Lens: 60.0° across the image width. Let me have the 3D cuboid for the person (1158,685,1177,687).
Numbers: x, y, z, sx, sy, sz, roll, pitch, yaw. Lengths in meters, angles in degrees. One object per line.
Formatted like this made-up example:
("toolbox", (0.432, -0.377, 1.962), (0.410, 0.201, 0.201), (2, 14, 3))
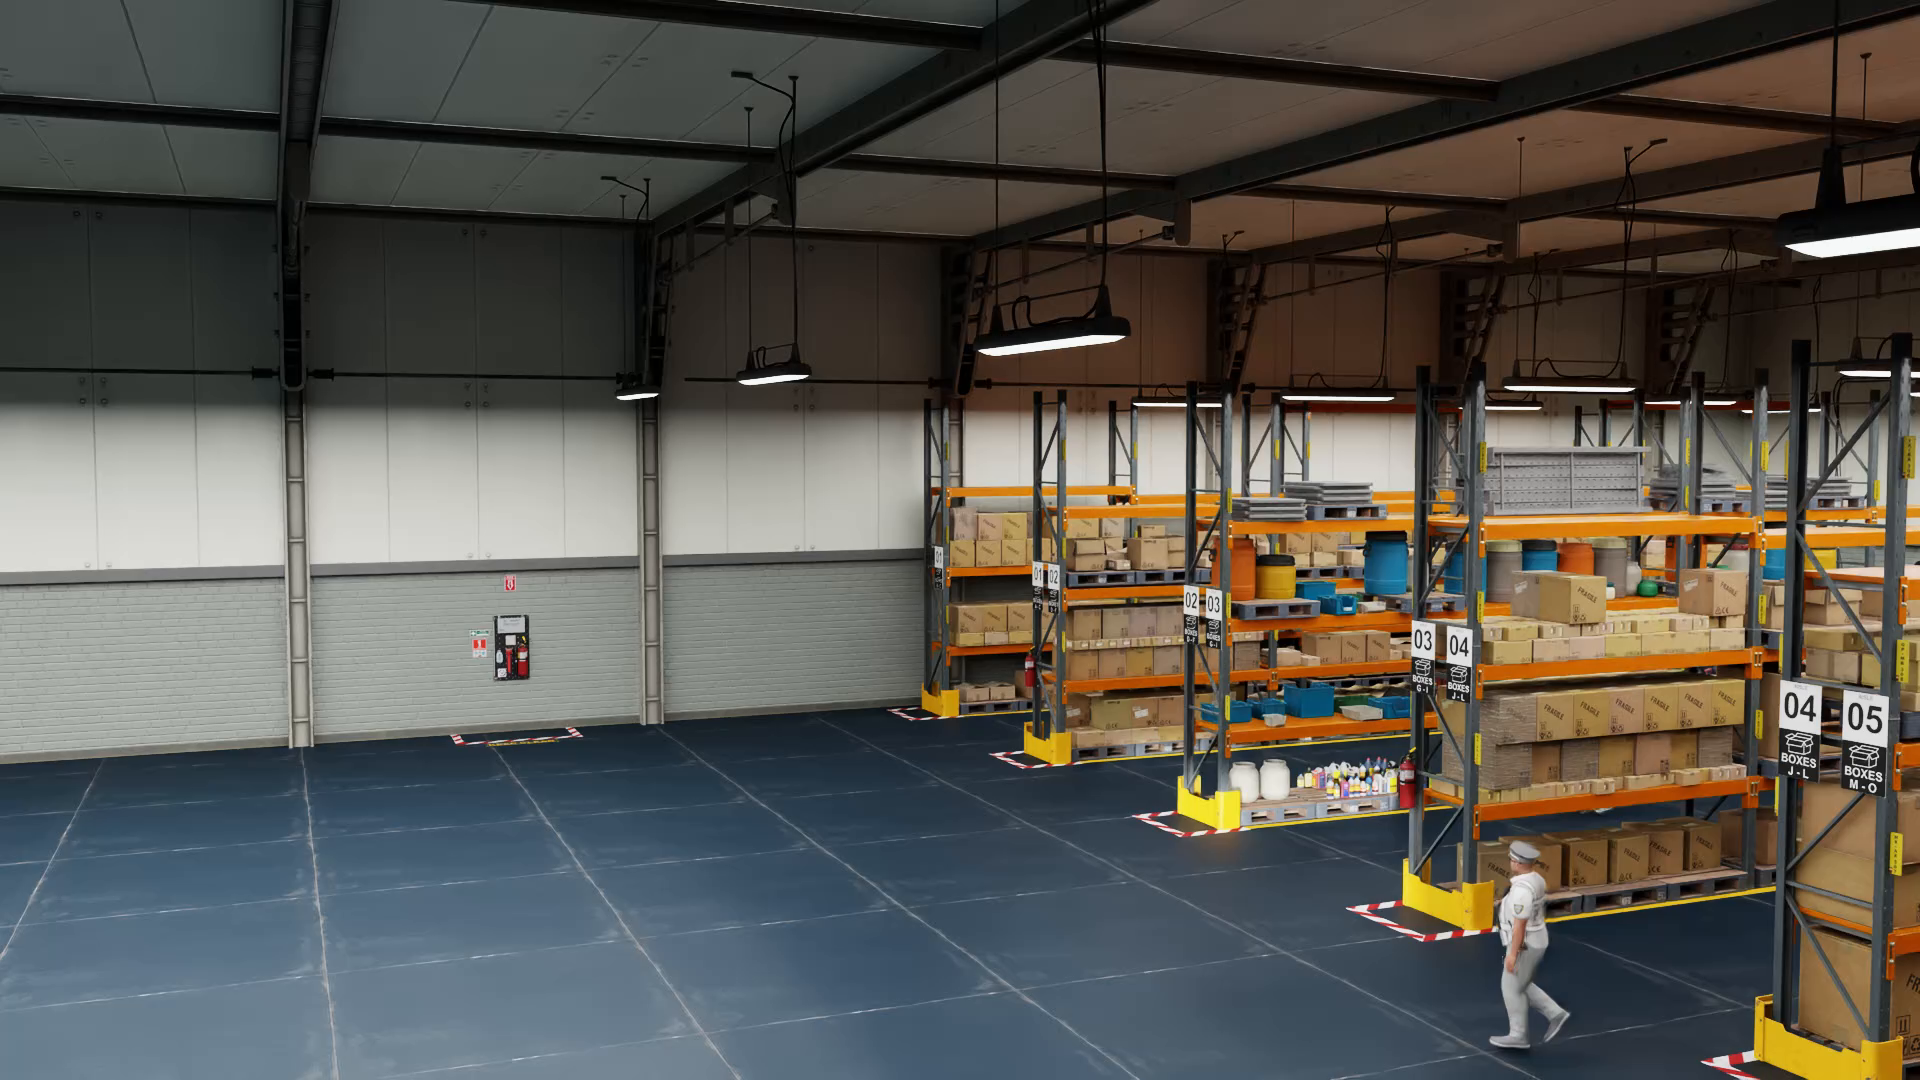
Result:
("person", (3.692, 2.510, 30.113), (0.582, 1.775, 0.617), (-2, 4, -25))

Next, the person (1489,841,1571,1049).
("person", (4.841, 3.434, 14.093), (0.635, 1.753, 0.532), (2, 4, 24))

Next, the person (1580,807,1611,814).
("person", (8.683, 3.035, 22.981), (0.787, 1.515, 0.590), (-1, 3, -13))
